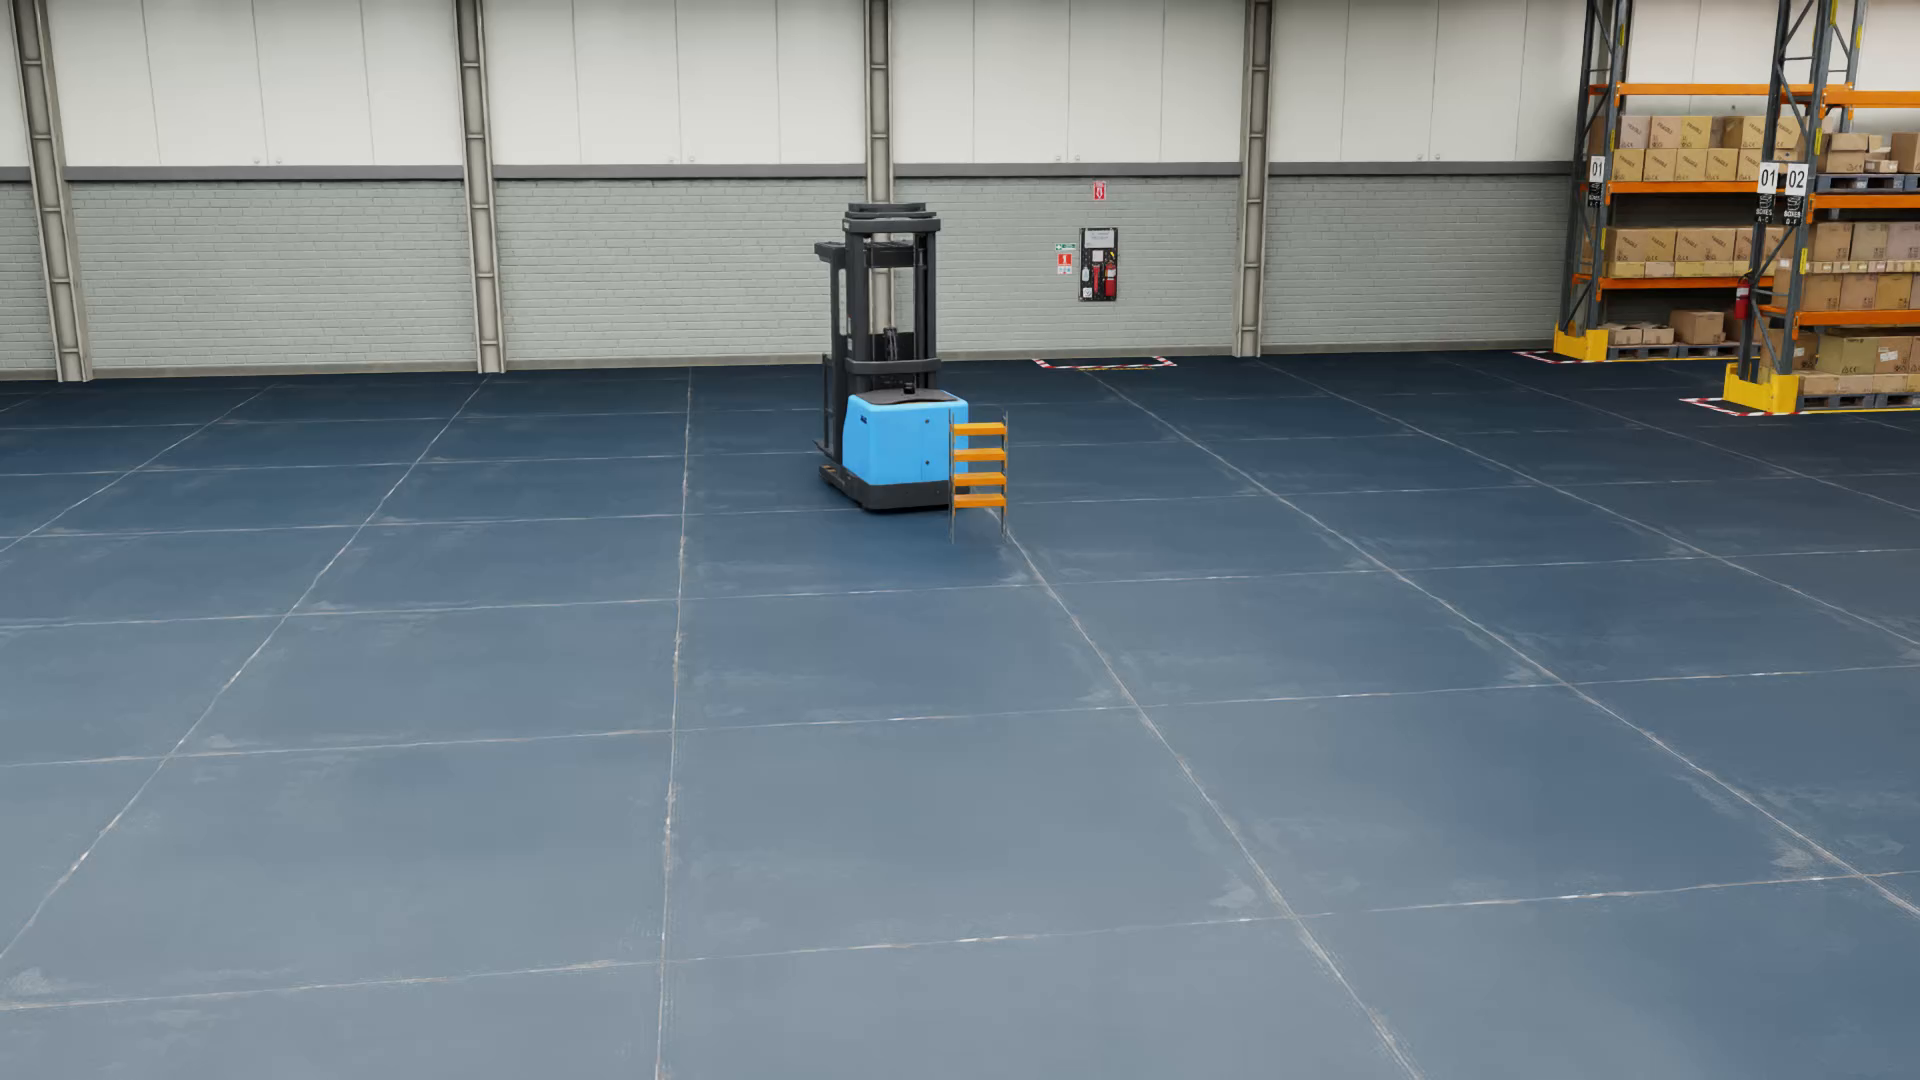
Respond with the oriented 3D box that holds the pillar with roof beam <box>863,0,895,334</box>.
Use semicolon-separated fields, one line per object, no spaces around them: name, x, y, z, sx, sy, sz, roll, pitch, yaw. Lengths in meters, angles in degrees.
pillar with roof beam;-0.604;-6.133;21.178;0.400;9.000;9.100;-2;14;-8

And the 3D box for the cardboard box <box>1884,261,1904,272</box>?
cardboard box;12.240;-3.632;22.000;0.250;0.149;0.380;-3;14;-10

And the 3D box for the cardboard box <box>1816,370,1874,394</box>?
cardboard box;11.856;-2.124;22.313;0.500;0.250;0.500;-2;14;-8

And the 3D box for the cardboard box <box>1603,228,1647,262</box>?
cardboard box;10.574;-4.706;26.546;0.500;0.500;0.500;-2;14;-8

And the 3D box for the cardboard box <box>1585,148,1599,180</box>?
cardboard box;10.432;-6.049;26.764;0.500;0.500;0.500;-1;14;-4

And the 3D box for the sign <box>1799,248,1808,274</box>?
sign;10.876;-3.593;21.442;0.005;0.325;0.100;-2;14;-8

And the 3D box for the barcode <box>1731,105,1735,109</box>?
barcode;12.574;-7.035;27.034;0.075;0.075;0.001;-2;14;-8

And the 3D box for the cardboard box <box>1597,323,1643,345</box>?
cardboard box;10.755;-3.373;27.128;0.500;0.311;0.500;-4;15;-15

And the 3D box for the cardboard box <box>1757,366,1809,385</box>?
cardboard box;11.285;-2.229;22.734;0.500;0.250;0.500;-2;14;-8

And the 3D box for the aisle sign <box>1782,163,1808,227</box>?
aisle sign;10.780;-4.454;21.470;0.004;0.787;0.394;-2;14;-8

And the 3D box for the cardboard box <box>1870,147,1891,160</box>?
cardboard box;12.448;-5.077;22.167;0.500;0.311;0.500;0;14;-2

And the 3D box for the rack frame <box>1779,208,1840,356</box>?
rack frame;14.013;-4.605;27.419;0.127;3.000;1.000;-2;14;-8

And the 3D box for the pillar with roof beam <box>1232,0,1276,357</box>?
pillar with roof beam;5.329;-6.351;22.045;0.400;9.000;9.100;-2;14;-8

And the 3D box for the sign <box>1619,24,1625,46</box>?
sign;10.138;-7.731;25.467;0.005;0.325;0.100;-2;14;-8

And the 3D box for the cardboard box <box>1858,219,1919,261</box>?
cardboard box;12.332;-4.001;22.137;0.500;0.500;0.700;-2;14;-8

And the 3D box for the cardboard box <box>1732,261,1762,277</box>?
cardboard box;12.600;-4.414;26.924;0.500;0.250;0.500;-2;14;-9

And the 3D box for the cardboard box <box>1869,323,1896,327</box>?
cardboard box;15.241;-3.668;27.914;0.500;0.500;0.700;-2;14;-9

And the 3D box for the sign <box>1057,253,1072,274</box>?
sign;1.676;-4.418;26.599;0.234;0.329;0.001;-2;14;-8

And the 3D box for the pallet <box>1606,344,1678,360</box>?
pallet;10.941;-3.131;27.274;1.213;0.211;1.003;-2;14;-8

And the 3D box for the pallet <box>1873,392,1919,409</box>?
pallet;12.753;-1.998;22.753;1.213;0.211;1.003;-2;14;-8

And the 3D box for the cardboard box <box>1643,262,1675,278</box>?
cardboard box;11.098;-4.361;26.711;0.500;0.250;0.500;-3;14;-10

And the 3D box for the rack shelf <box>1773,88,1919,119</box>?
rack shelf;12.777;-5.708;21.785;4.000;0.370;1.077;-2;14;-8

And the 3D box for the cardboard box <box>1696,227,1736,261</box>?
cardboard box;12.085;-4.760;26.762;0.500;0.500;0.500;-2;14;-7

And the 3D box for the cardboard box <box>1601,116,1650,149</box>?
cardboard box;10.474;-6.414;26.162;0.500;0.500;0.500;-3;14;-12

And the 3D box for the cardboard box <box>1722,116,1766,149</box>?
cardboard box;12.502;-6.476;26.410;0.500;0.500;0.500;-3;14;-10

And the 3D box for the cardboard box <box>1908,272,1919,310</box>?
cardboard box;12.793;-3.388;22.359;0.500;0.500;0.700;-2;14;-7

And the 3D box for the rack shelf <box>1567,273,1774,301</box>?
rack shelf;12.035;-4.184;27.217;4.000;0.370;1.077;-2;14;-8

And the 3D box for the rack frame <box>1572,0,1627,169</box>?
rack frame;10.057;-7.370;26.111;0.127;3.000;1.000;-2;14;-8

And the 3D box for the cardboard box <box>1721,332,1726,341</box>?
cardboard box;12.428;-3.383;27.500;0.250;0.149;0.380;-3;14;-13

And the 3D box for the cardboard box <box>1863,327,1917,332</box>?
cardboard box;12.766;-2.651;22.874;0.500;0.500;0.500;-2;14;-8

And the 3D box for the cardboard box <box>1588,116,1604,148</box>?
cardboard box;10.445;-6.537;26.653;0.500;0.500;0.500;-1;14;-6

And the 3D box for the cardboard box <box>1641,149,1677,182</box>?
cardboard box;10.962;-5.936;26.313;0.500;0.500;0.500;-1;14;-5

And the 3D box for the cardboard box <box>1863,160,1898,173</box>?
cardboard box;11.989;-4.874;21.688;0.250;0.149;0.380;-2;14;-8

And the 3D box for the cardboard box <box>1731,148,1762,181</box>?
cardboard box;12.506;-5.996;26.552;0.500;0.500;0.500;-3;14;-11

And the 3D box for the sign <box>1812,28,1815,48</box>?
sign;13.924;-8.178;27.087;0.005;0.325;0.100;-2;14;-8

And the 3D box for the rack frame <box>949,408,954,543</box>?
rack frame;-0.078;-0.579;15.065;0.015;1.200;0.240;-2;14;-8

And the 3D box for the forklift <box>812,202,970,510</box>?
forklift;-0.862;-2.031;17.293;1.130;2.935;3.031;-5;15;-18

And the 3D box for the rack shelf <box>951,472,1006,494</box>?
rack shelf;0.164;-0.523;15.116;0.480;0.148;0.258;-2;14;-8

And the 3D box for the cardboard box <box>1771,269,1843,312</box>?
cardboard box;11.262;-3.331;22.133;0.500;0.500;0.700;-2;14;-8

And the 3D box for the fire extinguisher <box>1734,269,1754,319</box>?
fire extinguisher;10.613;-3.339;22.528;0.183;0.674;0.296;-2;14;-8

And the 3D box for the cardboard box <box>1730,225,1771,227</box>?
cardboard box;13.005;-4.921;27.404;0.500;0.500;0.500;-2;14;-9

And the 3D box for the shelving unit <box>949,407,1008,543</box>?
shelving unit;0.164;-0.588;15.100;0.503;1.200;0.258;-2;14;-8

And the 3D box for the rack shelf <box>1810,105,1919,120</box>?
rack shelf;15.990;-7.045;27.114;4.000;0.370;1.077;-2;14;-8

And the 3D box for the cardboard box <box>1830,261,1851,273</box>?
cardboard box;11.480;-3.605;21.890;0.250;0.149;0.380;-2;14;-10

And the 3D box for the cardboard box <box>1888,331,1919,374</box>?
cardboard box;12.846;-2.522;22.360;0.500;0.500;0.500;-2;14;-8

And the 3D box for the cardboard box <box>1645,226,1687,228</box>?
cardboard box;11.502;-4.865;27.179;0.500;0.500;0.500;-2;14;-10
